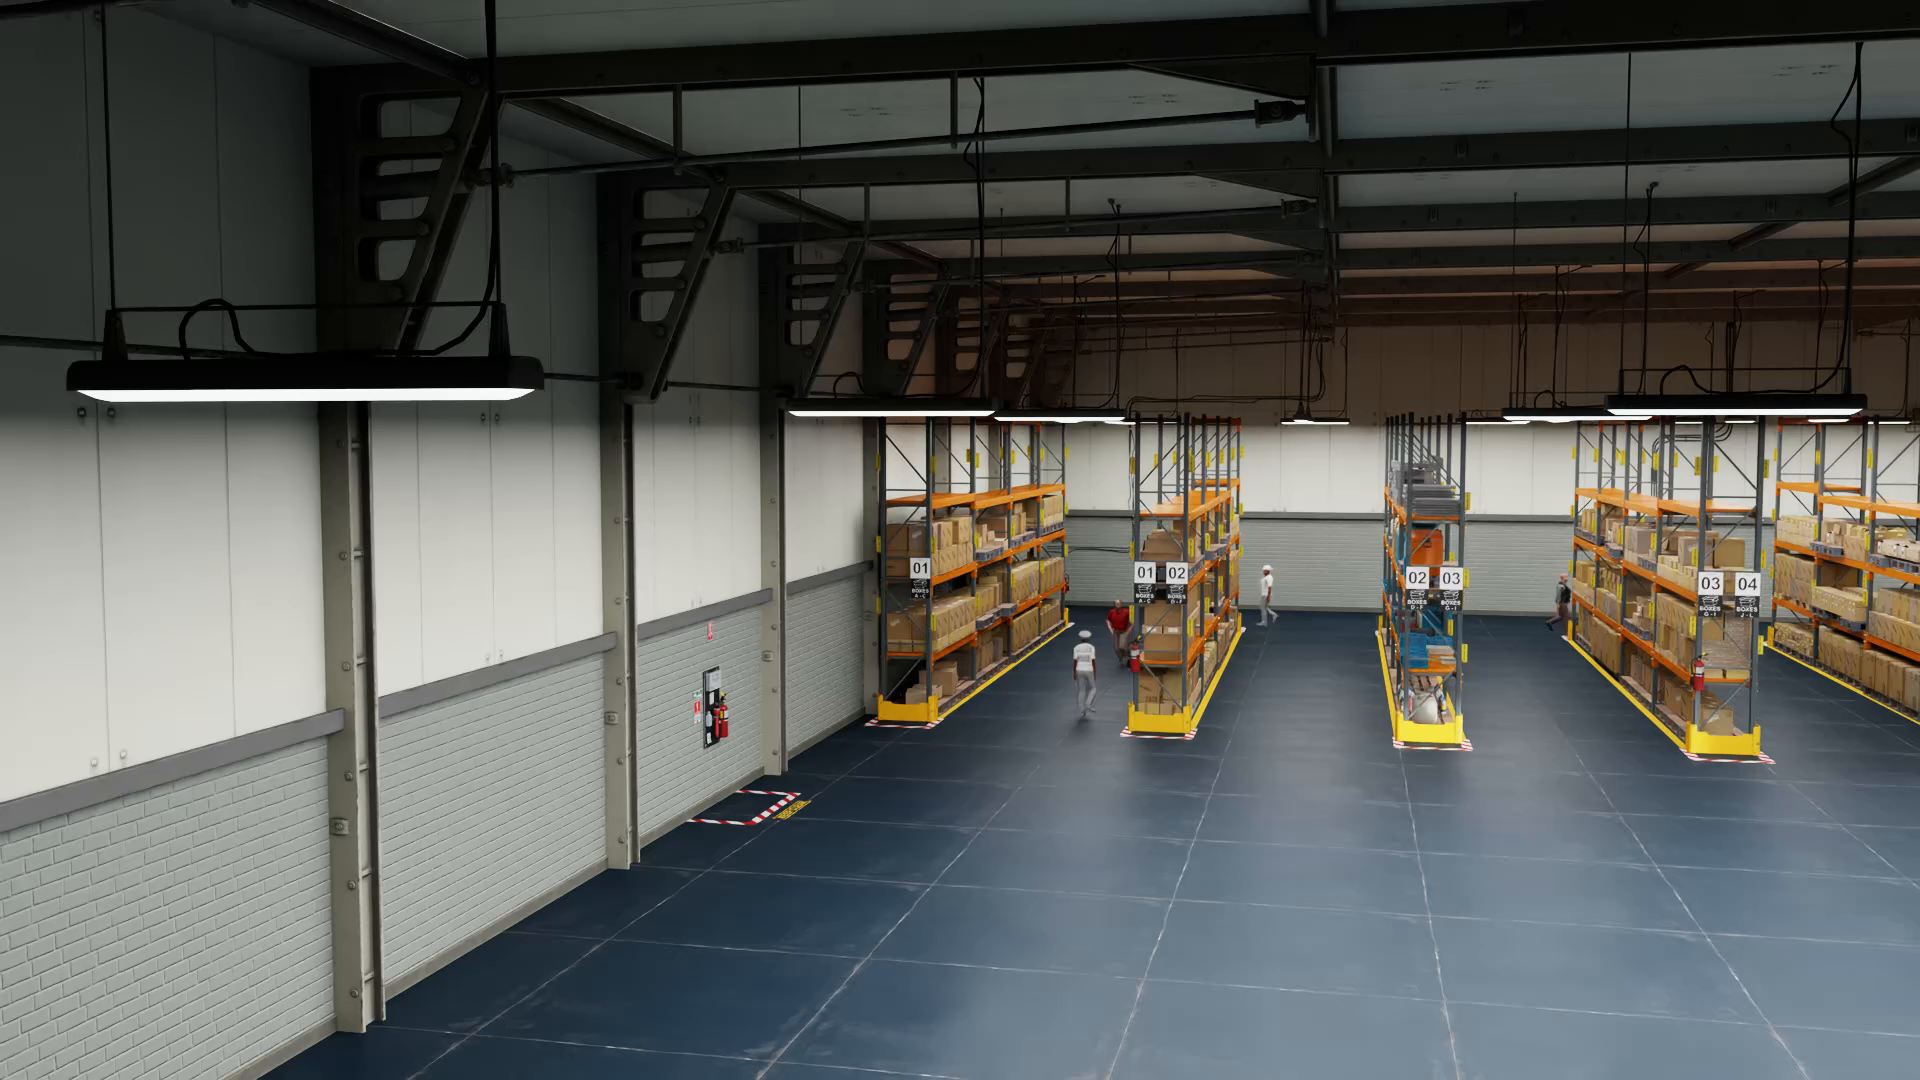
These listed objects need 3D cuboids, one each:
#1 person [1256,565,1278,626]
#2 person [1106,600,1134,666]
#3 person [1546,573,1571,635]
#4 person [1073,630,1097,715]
[{"bbox_3d":[8.843,1.598,47.803,0.636,1.758,0.580,1,4,8],"label":"person"},{"bbox_3d":[3.854,2.224,39.688,0.704,1.640,0.730,2,4,22],"label":"person"},{"bbox_3d":[16.636,1.759,46.047,0.857,1.708,0.547,3,5,33],"label":"person"},{"bbox_3d":[2.487,2.638,33.057,0.503,1.685,0.457,1,4,20],"label":"person"}]
